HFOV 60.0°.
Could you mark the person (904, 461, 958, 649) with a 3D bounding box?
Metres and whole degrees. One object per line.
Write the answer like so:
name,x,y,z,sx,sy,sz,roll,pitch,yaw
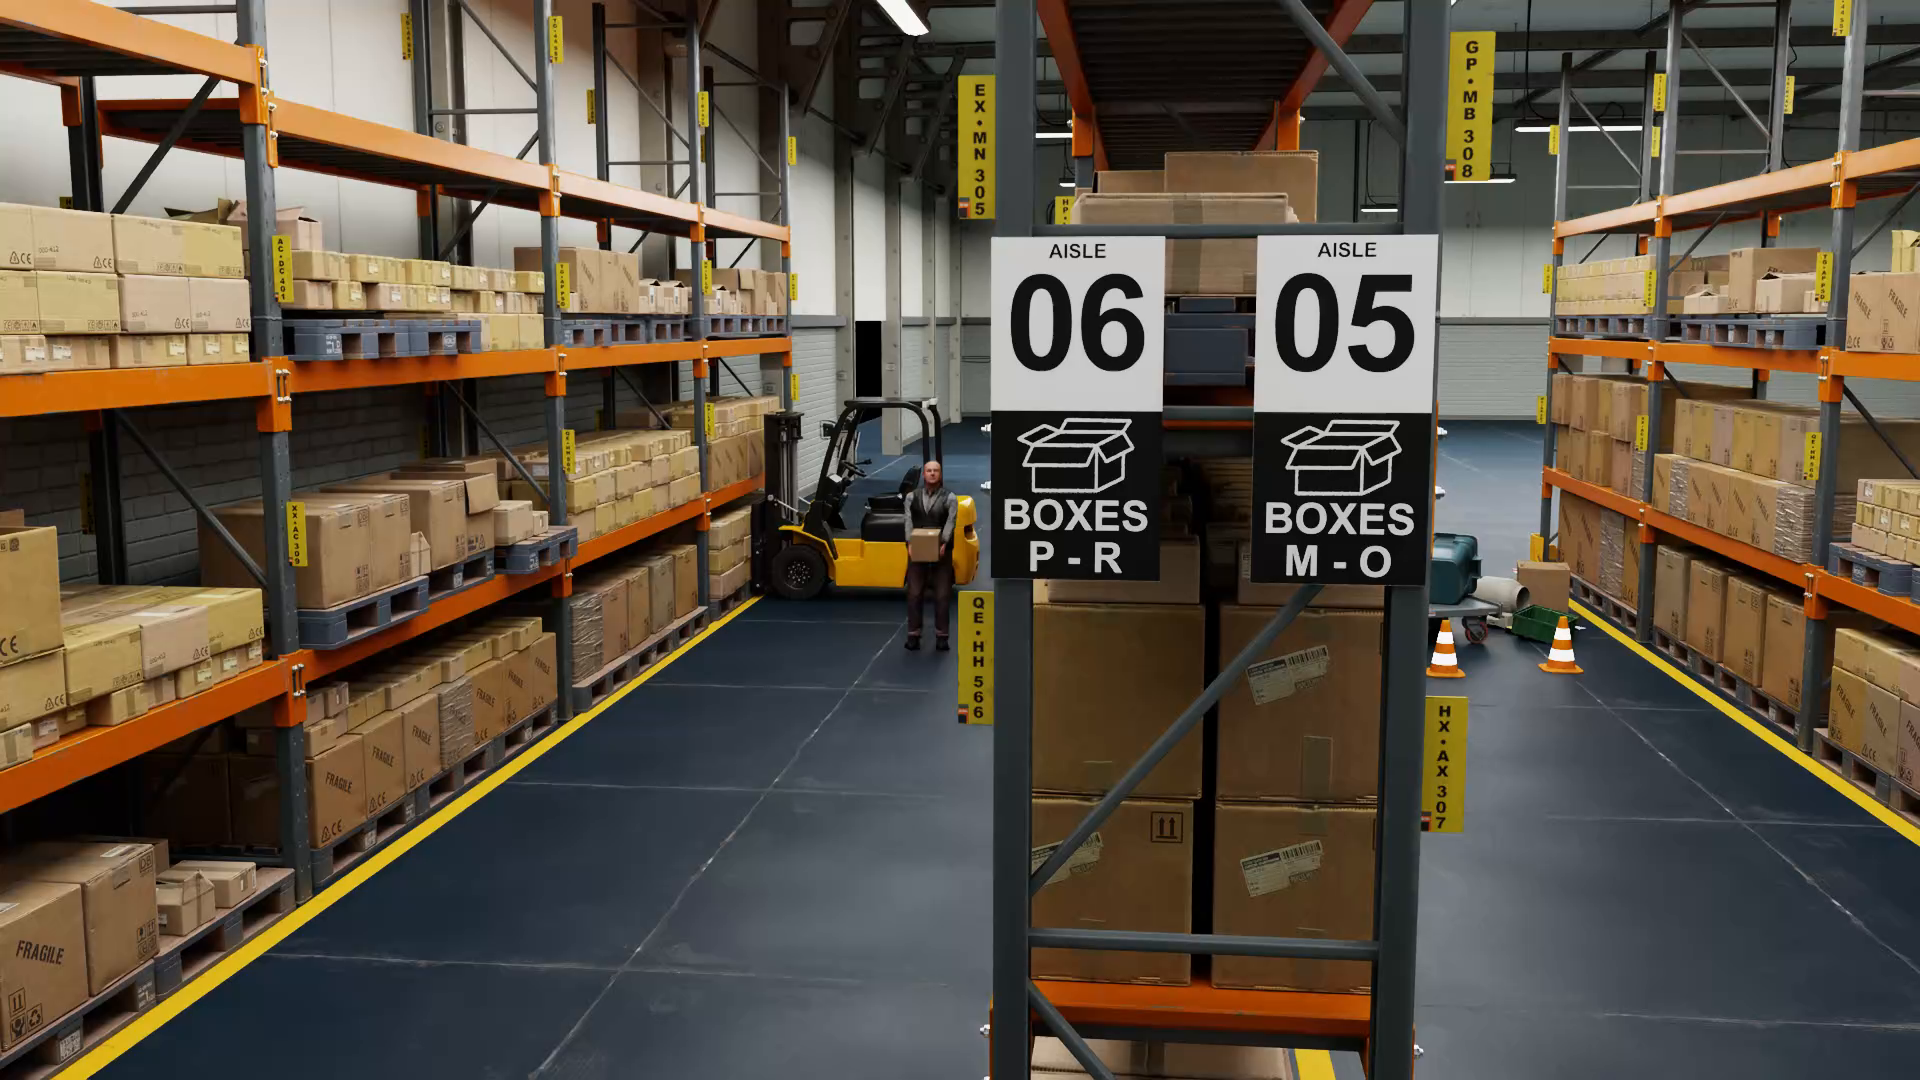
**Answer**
person,-0.276,0.146,15.277,0.501,1.722,0.548,1,8,6
